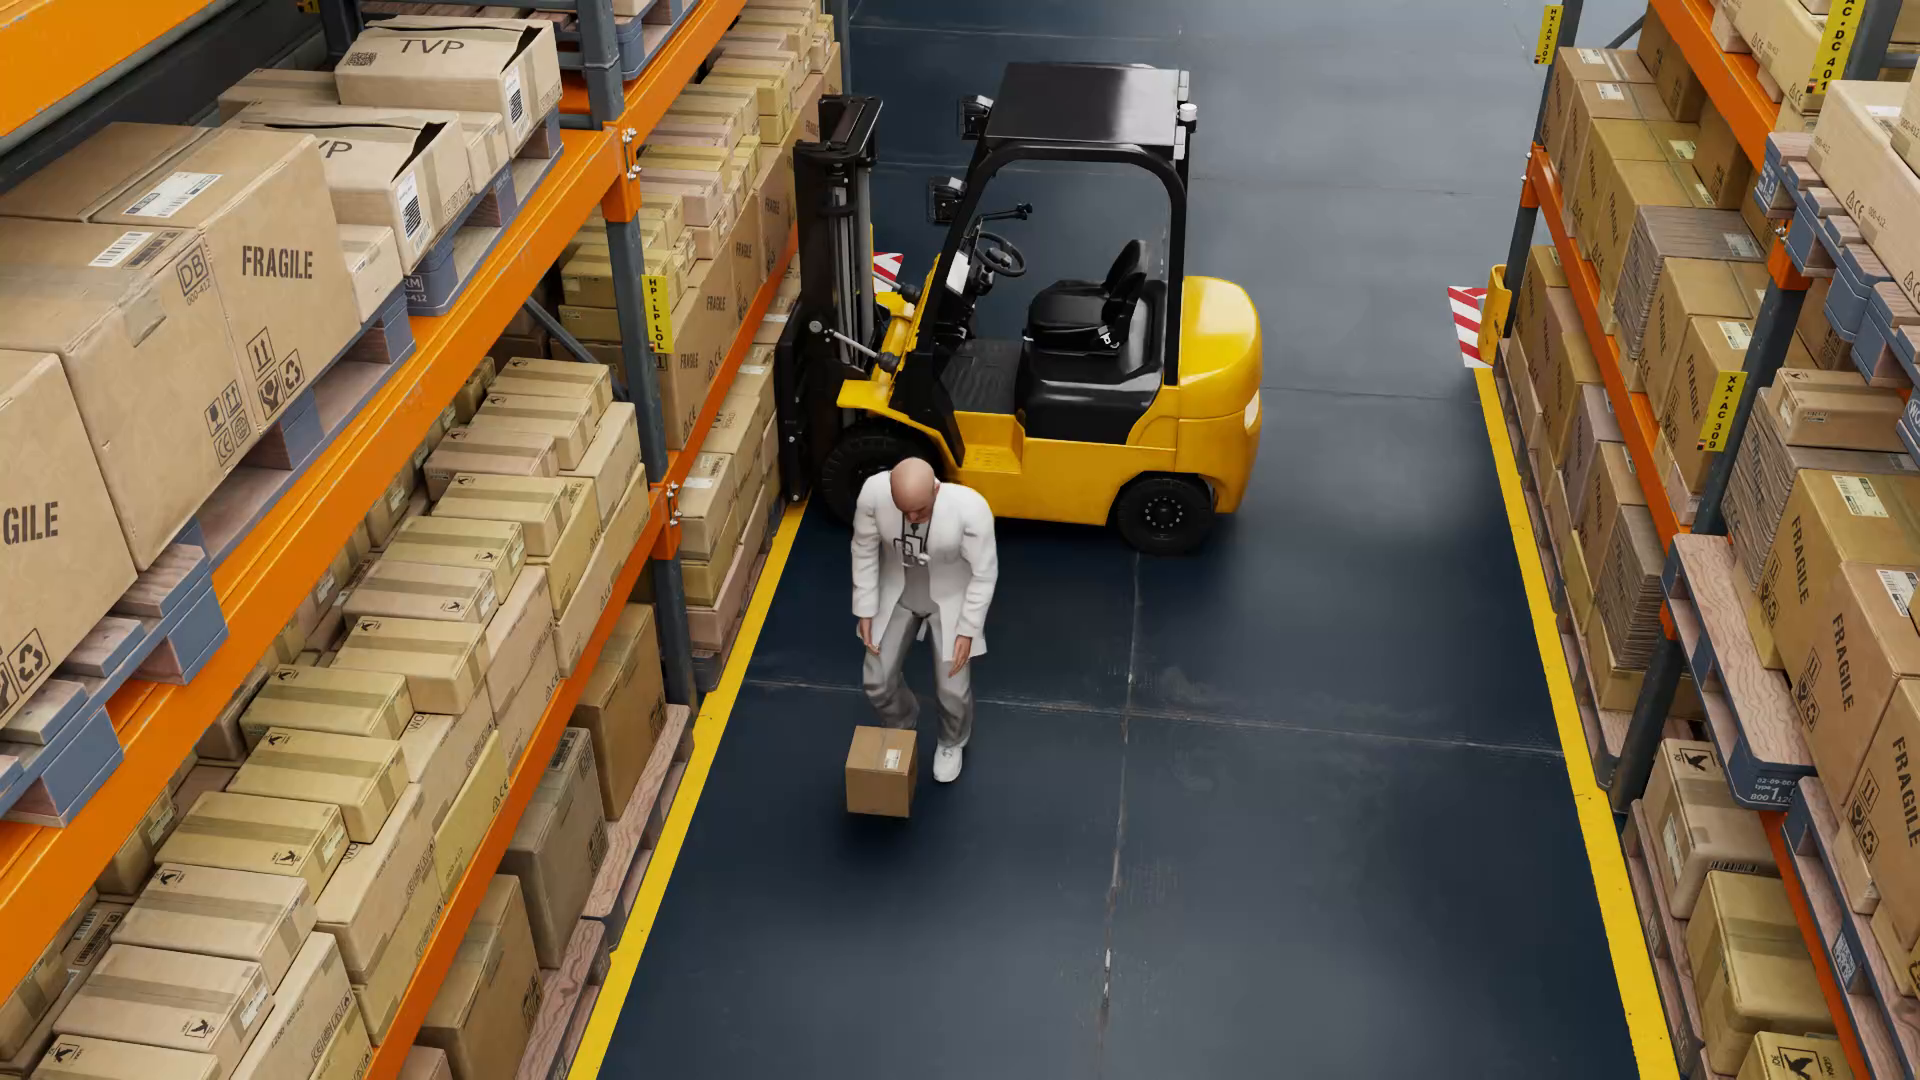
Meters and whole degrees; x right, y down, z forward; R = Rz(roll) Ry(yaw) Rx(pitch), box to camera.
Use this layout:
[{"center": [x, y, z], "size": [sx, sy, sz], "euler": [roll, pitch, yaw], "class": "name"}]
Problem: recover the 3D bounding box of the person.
[{"center": [-0.135, 0.278, 6.805], "size": [0.615, 1.628, 0.539], "euler": [11, 37, 15], "class": "person"}]
